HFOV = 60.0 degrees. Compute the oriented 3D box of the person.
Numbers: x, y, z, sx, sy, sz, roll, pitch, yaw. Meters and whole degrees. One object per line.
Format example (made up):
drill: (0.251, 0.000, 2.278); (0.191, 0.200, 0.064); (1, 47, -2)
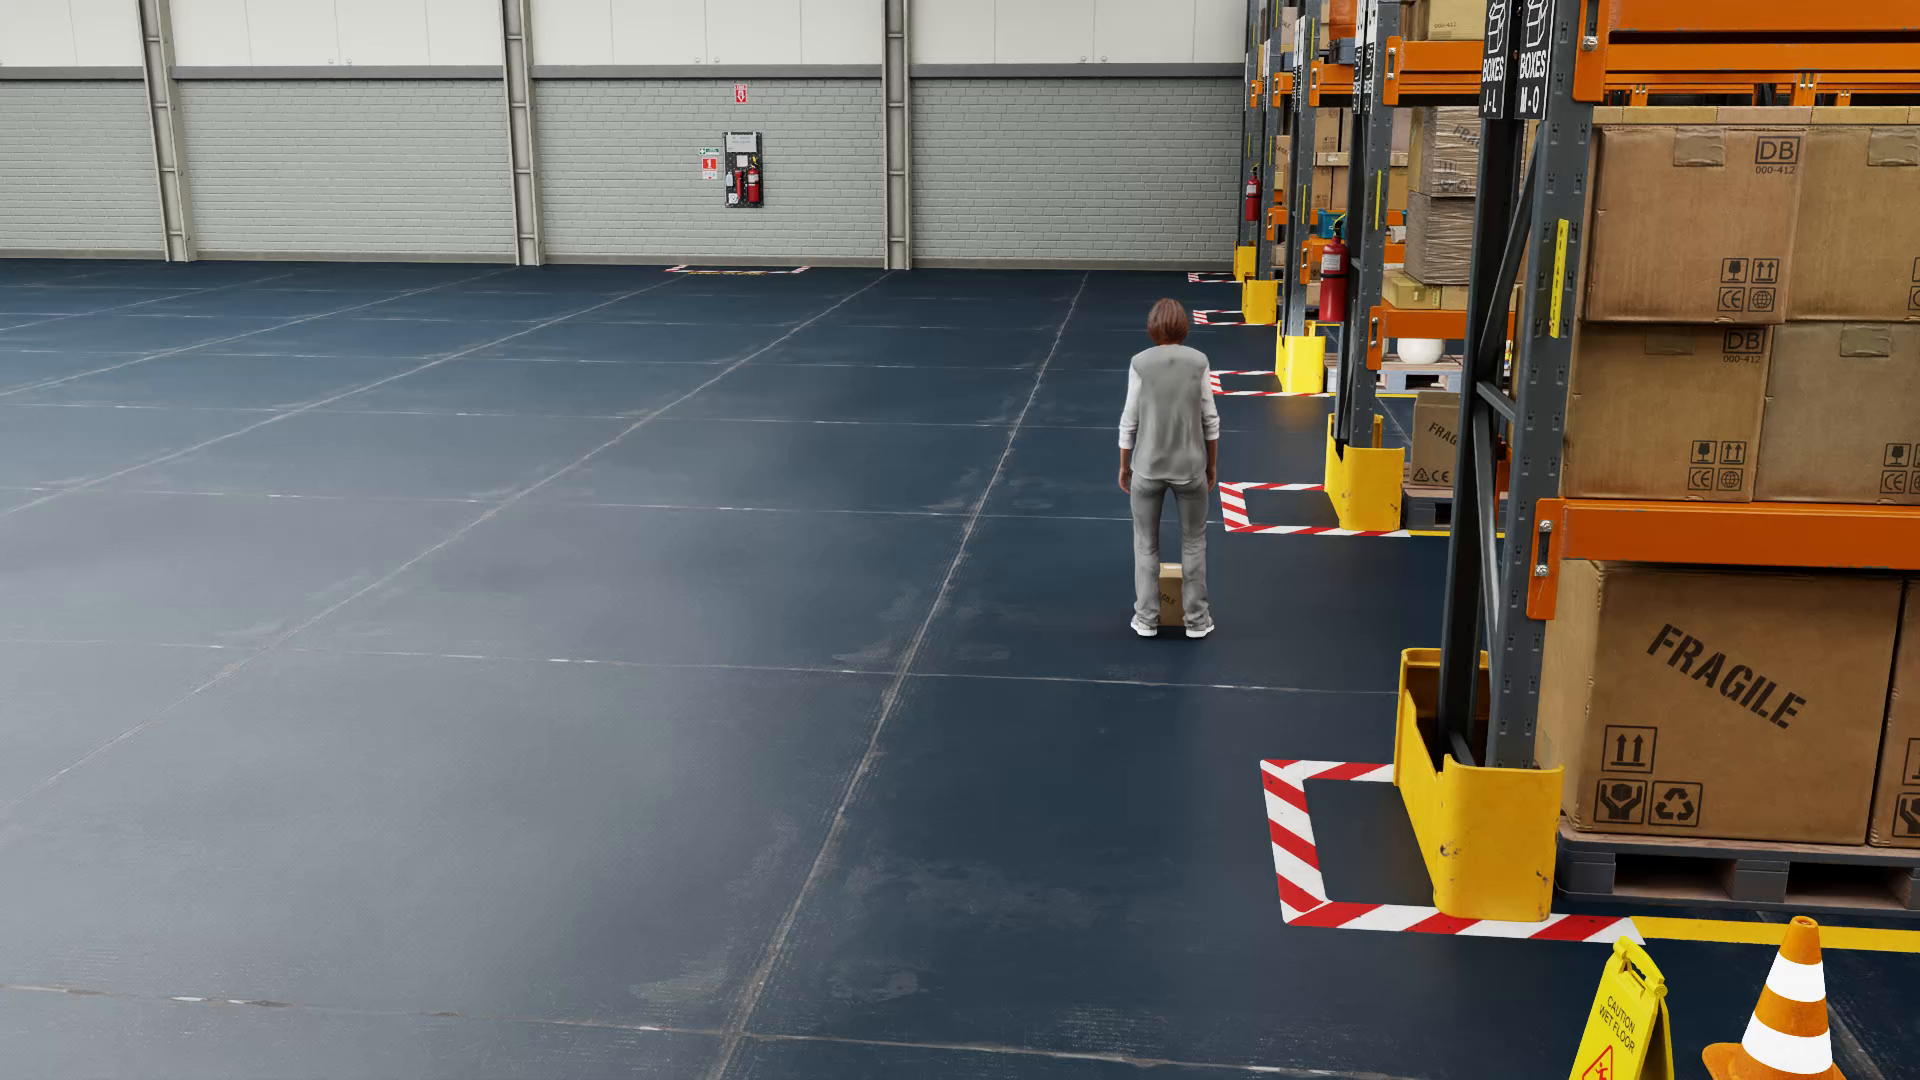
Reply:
person: (0.979, -0.316, 7.773); (0.484, 1.581, 0.347); (1, 15, 3)
